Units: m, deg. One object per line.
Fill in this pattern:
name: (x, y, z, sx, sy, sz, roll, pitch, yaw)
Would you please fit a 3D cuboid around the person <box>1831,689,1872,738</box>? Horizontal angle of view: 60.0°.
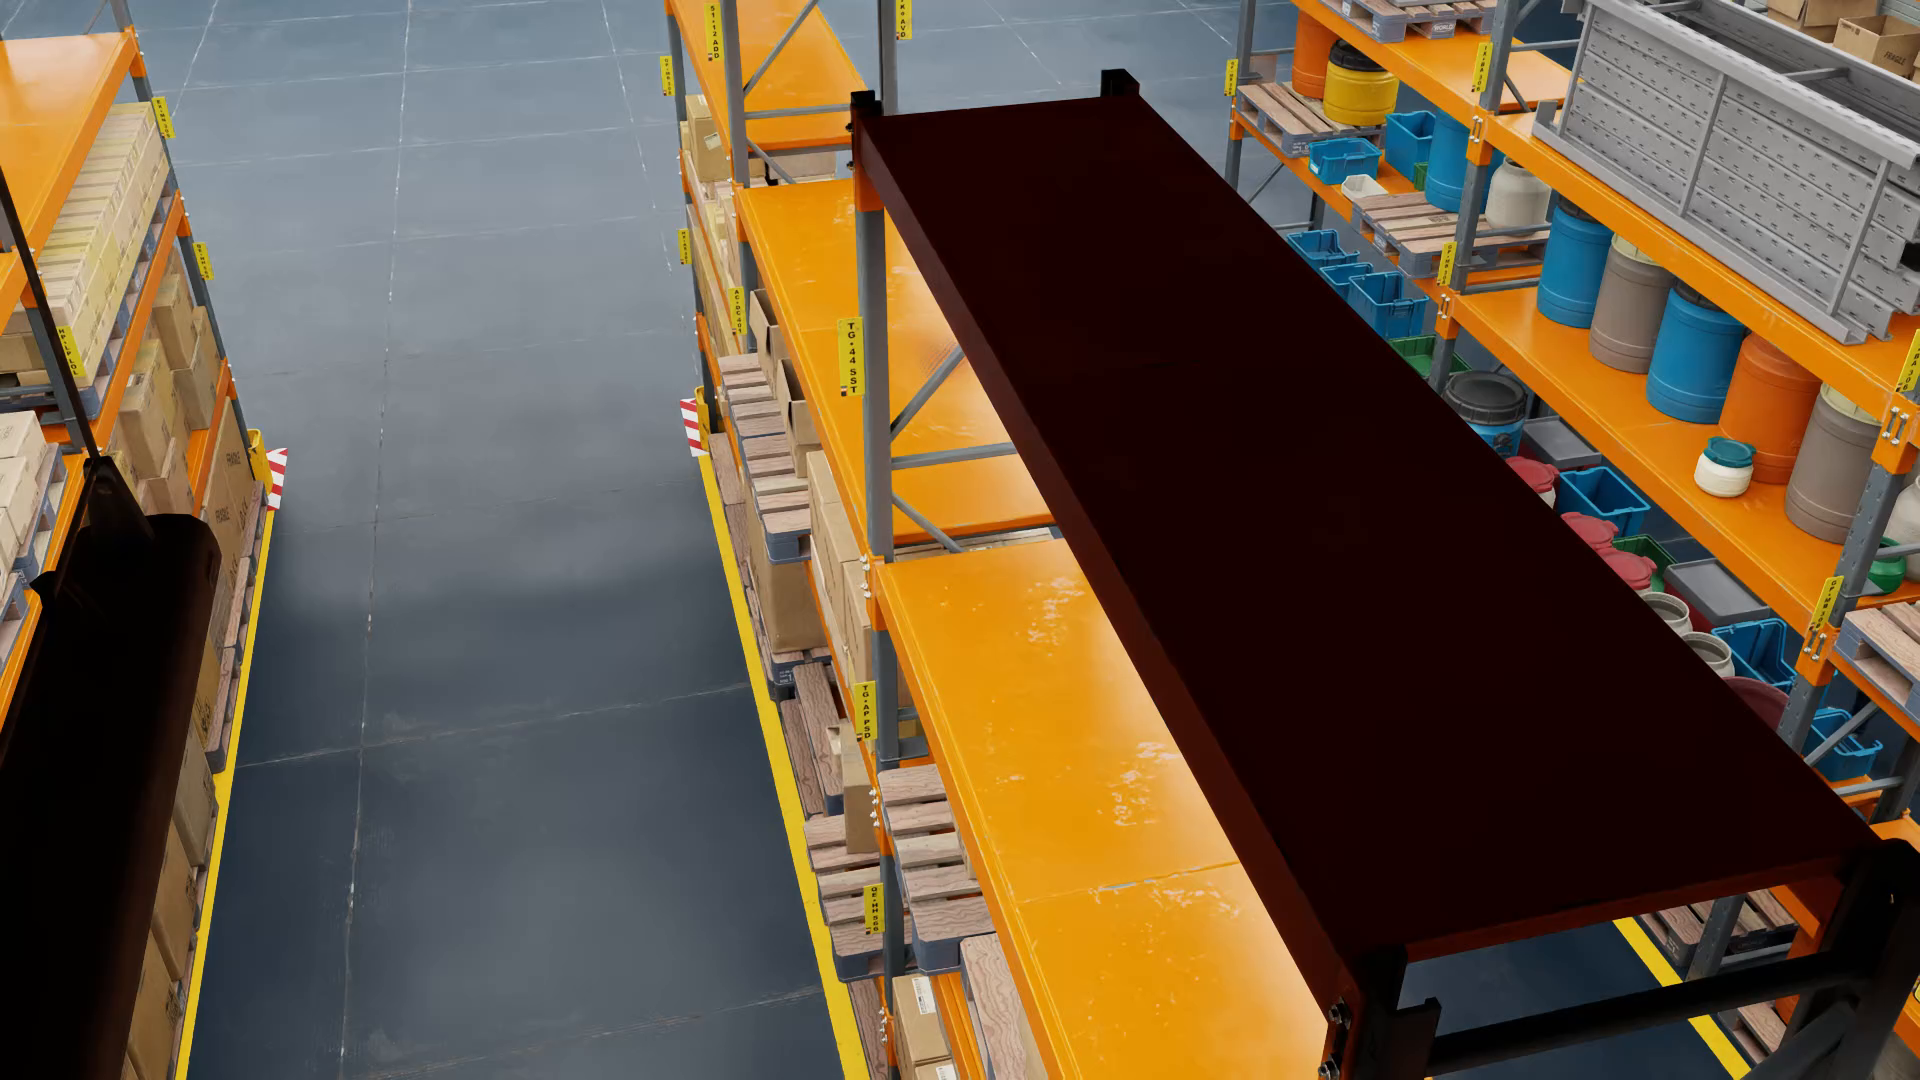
person: (6.574, 0.881, 11.437, 0.379, 1.541, 0.889, -11, 36, -16)
